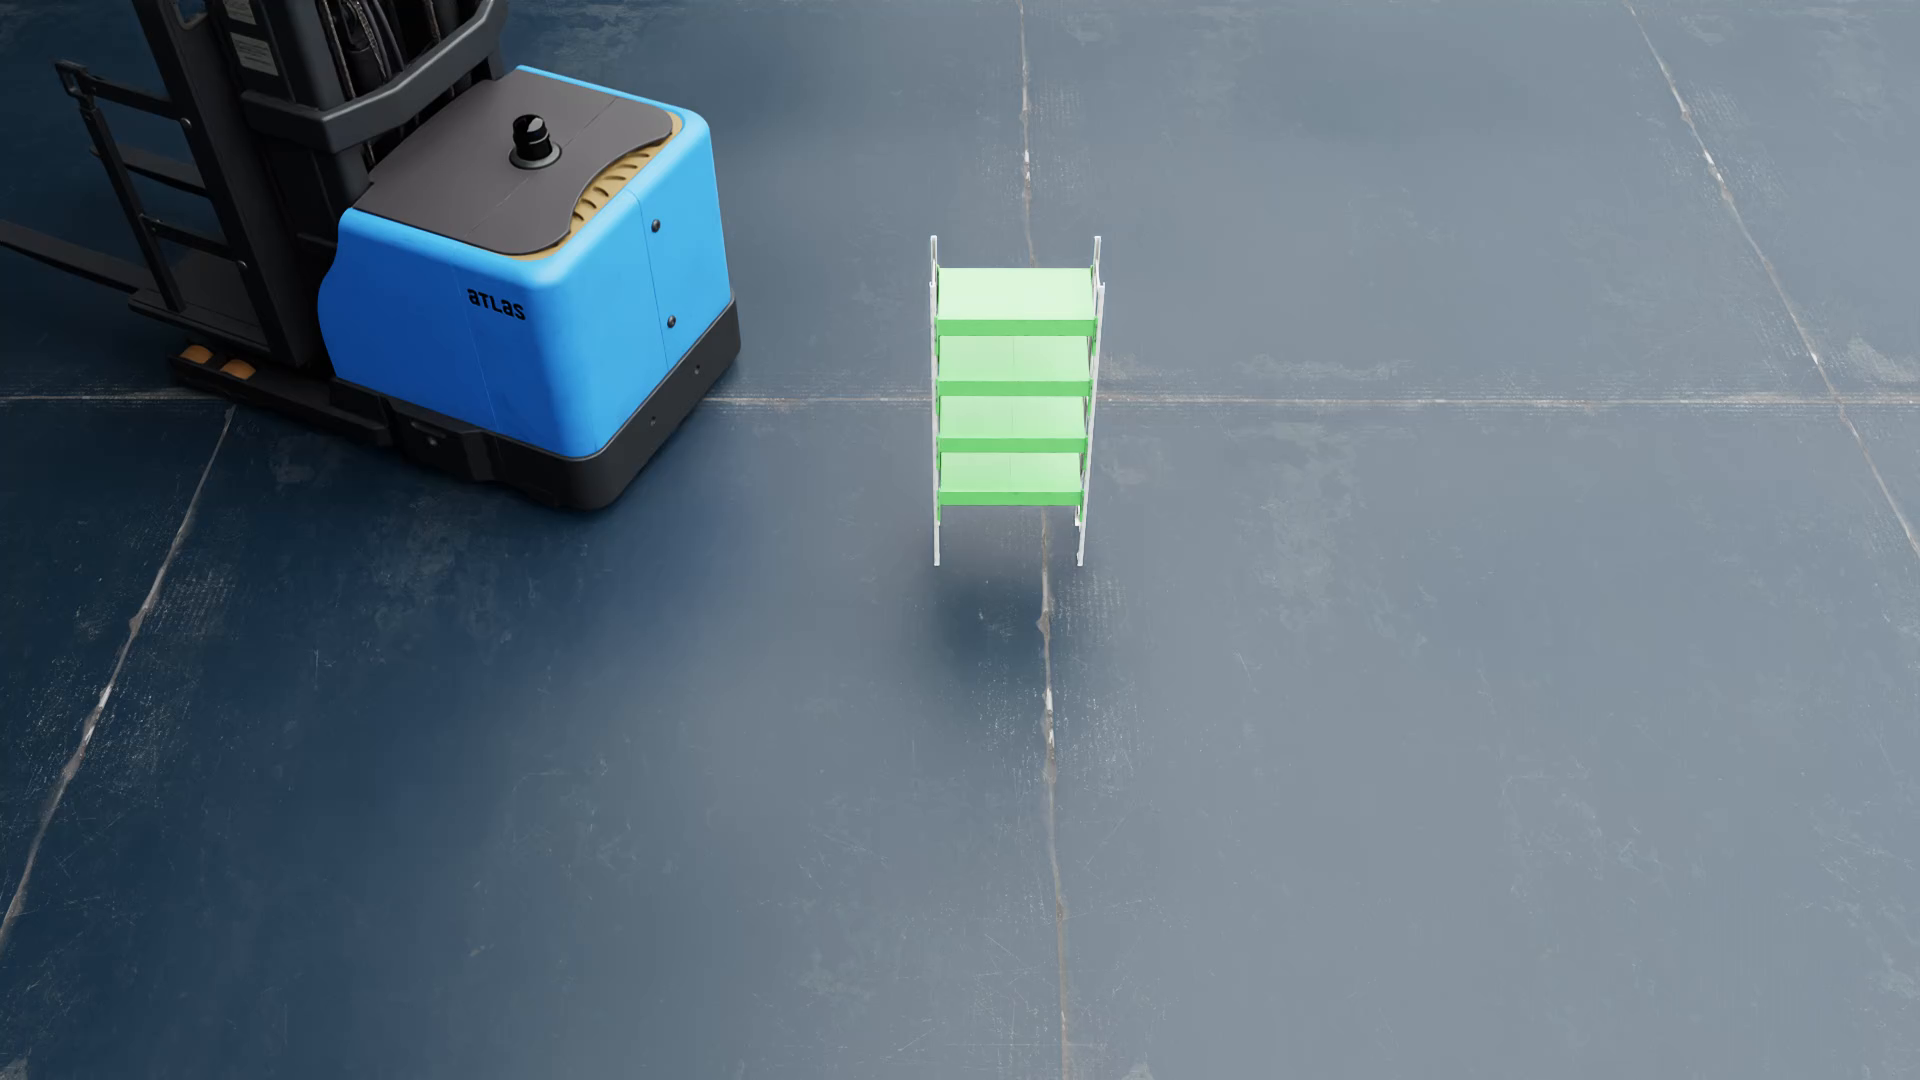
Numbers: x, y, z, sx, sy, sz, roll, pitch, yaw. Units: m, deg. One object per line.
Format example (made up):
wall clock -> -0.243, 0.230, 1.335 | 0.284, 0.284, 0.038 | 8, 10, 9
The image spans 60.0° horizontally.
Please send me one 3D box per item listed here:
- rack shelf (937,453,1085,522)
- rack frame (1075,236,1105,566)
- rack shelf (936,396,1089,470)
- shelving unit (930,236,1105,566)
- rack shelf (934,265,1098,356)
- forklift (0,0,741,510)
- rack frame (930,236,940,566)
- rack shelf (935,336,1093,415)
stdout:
rack shelf -> 0.166, -0.201, 5.533 | 0.480, 0.148, 0.258 | 0, 47, 0
rack frame -> 0.410, -0.408, 5.310 | 0.015, 1.200, 0.240 | 0, 47, 0
rack shelf -> 0.166, -0.365, 5.357 | 0.480, 0.148, 0.258 | 0, 47, 0
shelving unit -> 0.166, -0.408, 5.310 | 0.503, 1.200, 0.258 | 0, 47, 0
rack shelf -> 0.166, -0.692, 5.006 | 0.480, 0.148, 0.258 | 0, 47, 0
forklift -> -2.394, -1.840, 5.460 | 3.031, 2.935, 1.130 | 19, 50, 17
rack frame -> -0.078, -0.409, 5.311 | 0.015, 1.200, 0.240 | 0, 47, 0
rack shelf -> 0.166, -0.528, 5.181 | 0.480, 0.148, 0.258 | 0, 47, 0
